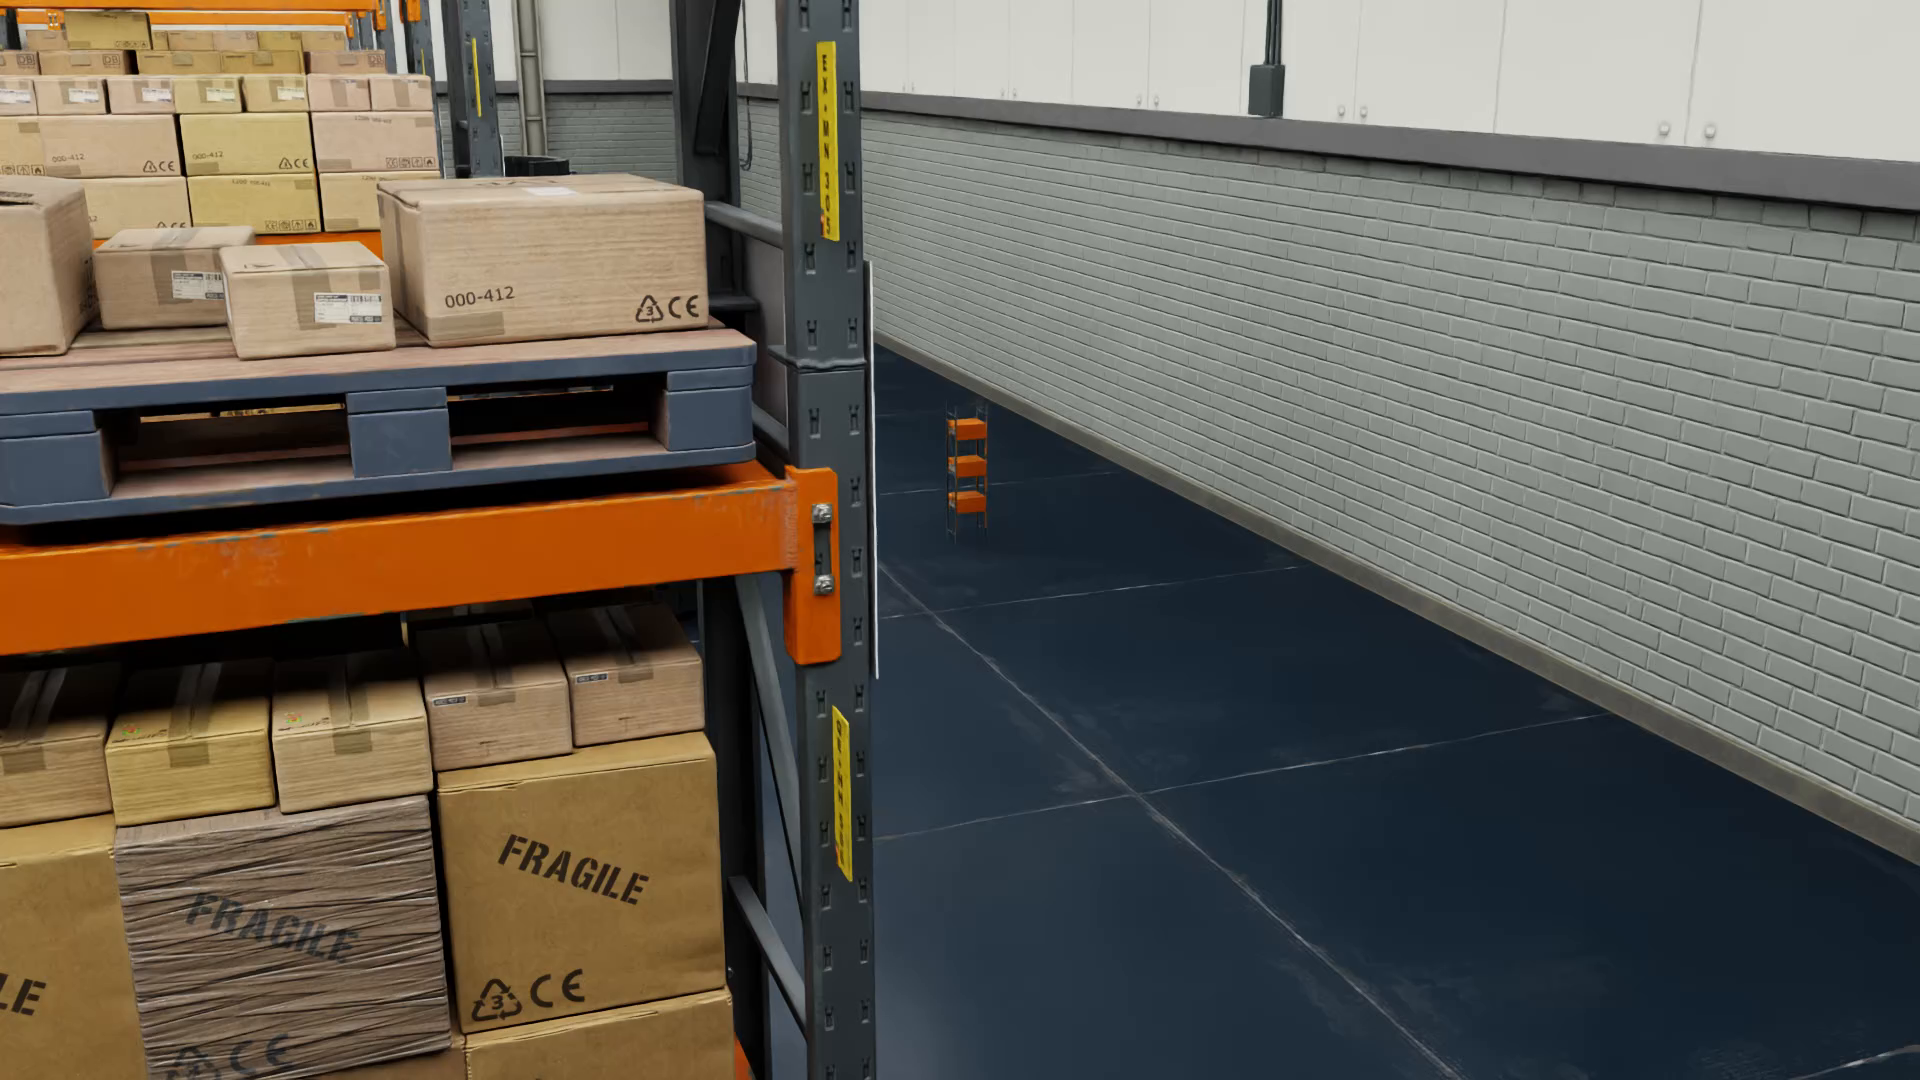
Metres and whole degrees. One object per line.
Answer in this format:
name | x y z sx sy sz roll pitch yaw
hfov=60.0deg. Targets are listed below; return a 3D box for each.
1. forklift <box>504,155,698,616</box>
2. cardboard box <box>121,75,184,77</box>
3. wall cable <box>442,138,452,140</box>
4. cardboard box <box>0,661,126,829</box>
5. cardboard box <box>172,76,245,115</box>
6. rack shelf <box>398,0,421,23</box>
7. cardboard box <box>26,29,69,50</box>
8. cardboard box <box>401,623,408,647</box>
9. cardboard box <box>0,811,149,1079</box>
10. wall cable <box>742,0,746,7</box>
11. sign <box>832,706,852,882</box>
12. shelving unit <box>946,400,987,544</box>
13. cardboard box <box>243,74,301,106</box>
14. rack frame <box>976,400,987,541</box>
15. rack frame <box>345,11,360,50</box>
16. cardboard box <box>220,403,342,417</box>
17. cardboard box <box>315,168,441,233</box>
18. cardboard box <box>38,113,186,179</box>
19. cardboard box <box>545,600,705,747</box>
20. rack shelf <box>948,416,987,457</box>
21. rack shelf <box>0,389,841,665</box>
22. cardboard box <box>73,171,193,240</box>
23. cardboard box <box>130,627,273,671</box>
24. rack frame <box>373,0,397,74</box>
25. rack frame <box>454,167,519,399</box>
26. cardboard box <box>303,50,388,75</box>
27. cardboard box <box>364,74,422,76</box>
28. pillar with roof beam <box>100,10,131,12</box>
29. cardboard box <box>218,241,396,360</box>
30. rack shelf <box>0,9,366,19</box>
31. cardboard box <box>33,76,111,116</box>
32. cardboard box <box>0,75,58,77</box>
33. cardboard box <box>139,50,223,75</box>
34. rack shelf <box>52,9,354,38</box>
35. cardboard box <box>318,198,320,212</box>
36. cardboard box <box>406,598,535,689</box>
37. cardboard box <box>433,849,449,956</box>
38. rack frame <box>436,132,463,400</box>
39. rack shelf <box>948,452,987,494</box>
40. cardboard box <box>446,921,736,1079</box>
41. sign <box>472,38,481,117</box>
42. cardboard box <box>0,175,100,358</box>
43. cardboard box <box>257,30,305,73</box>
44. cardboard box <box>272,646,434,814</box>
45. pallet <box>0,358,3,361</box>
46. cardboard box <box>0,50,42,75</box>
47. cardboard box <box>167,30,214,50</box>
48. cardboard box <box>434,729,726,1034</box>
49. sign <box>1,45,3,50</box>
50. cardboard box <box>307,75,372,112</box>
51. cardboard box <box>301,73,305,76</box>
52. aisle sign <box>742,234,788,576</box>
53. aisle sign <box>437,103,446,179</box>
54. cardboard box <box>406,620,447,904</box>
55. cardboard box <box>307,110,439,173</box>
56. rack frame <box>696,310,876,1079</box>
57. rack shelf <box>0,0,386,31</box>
forklift | -2.962 -0.815 10.171 3.031 2.935 1.130 -11 20 -34
cardboard box | -3.609 -2.004 7.446 0.250 0.149 0.380 -6 17 -18
wall cable | -8.412 -6.376 27.183 1.851 1.984 0.084 -6 17 -20
cardboard box | -1.628 0.359 2.948 0.250 0.149 0.380 -6 18 -21
cardboard box | -3.189 -1.893 7.067 0.250 0.149 0.380 -6 17 -19
rack shelf | -5.819 -3.740 11.351 4.000 0.370 1.077 -6 17 -20
cardboard box | -10.788 -5.830 19.852 0.500 0.500 0.700 -6 17 -20
cardboard box | -2.882 0.559 8.629 0.250 0.149 0.380 -7 18 -23
cardboard box | -1.711 0.700 2.939 0.500 0.500 0.500 -6 17 -20
wall cable | -2.892 -9.086 24.117 0.112 2.526 3.097 -6 17 -20
sign | -0.225 0.482 3.158 0.005 0.325 0.100 -6 17 -20
shelving unit | 0.050 -0.509 12.469 0.252 1.050 0.215 -6 17 -20
cardboard box | -3.179 -2.082 7.712 0.250 0.149 0.380 -6 17 -20
rack frame | 0.164 -0.521 12.511 0.008 1.050 0.200 -6 17 -20
rack frame | -9.269 -8.389 25.193 0.127 3.000 1.000 -6 17 -20
cardboard box | -3.083 -0.793 7.495 0.500 0.500 0.500 -7 18 -22
cardboard box | -2.601 -1.537 7.451 0.500 0.250 0.500 -7 18 -21
cardboard box | -3.567 -1.676 7.038 0.500 0.250 0.500 -6 17 -19
cardboard box | -0.669 0.257 3.297 0.250 0.149 0.380 -6 17 -19
rack shelf | 0.050 -0.771 12.392 0.240 0.259 0.215 -6 17 -20
rack shelf | -2.273 0.114 2.838 4.000 0.370 1.077 -6 17 -20
cardboard box | -3.543 -1.437 7.111 0.500 0.250 0.500 -5 17 -18
cardboard box | -1.579 0.203 3.479 0.250 0.149 0.380 -7 18 -22
rack frame | -5.724 -5.782 16.317 0.127 3.000 1.000 -6 17 -20
rack frame | -2.271 -0.285 8.246 0.127 3.000 1.000 -6 17 -20
cardboard box | -4.418 -3.271 11.988 0.500 0.500 0.700 -7 18 -23
cardboard box | -2.655 -2.111 7.811 0.250 0.149 0.380 -6 18 -21
pillar with roof beam | -11.120 -7.151 20.978 0.400 9.000 9.100 -6 17 -20
cardboard box | -1.157 -0.429 2.935 0.250 0.149 0.380 -8 18 -24
rack shelf | -9.361 -6.537 20.172 4.000 0.370 1.077 -6 17 -20
cardboard box | -3.684 -1.852 6.929 0.250 0.149 0.380 -6 17 -19
cardboard box | -4.116 -1.962 7.304 0.250 0.149 0.380 -6 17 -18
cardboard box | -5.452 -3.181 11.682 0.500 0.500 0.700 -7 18 -24
rack shelf | -11.137 -7.650 24.664 4.000 0.370 1.077 -6 17 -20
cardboard box | -8.297 -4.085 21.009 0.500 0.500 0.500 -6 17 -20
cardboard box | -1.056 0.176 3.572 0.250 0.149 0.380 -6 17 -19
cardboard box | -0.957 0.932 3.924 0.500 0.500 0.500 -6 18 -21
rack frame | -3.952 -1.601 12.725 0.127 3.000 1.000 -6 17 -20
rack shelf | 0.050 -0.499 12.472 0.240 0.259 0.215 -6 17 -20
cardboard box | -0.761 1.077 3.429 0.500 0.500 0.500 -6 17 -20
sign | -2.091 -2.001 7.195 0.005 0.325 0.100 -6 17 -20
cardboard box | -1.821 -0.501 2.893 0.500 0.311 0.500 -6 17 -19
cardboard box | -8.464 -6.090 20.737 0.500 0.500 0.700 -6 17 -20
cardboard box | -1.109 0.337 3.024 0.250 0.149 0.380 -6 18 -21
pallet | -2.236 -0.188 2.749 1.213 0.211 1.003 -6 17 -20
cardboard box | -6.474 -3.082 11.345 0.500 0.500 0.700 -5 17 -17
cardboard box | -9.393 -5.986 20.382 0.500 0.500 0.700 -6 17 -20
cardboard box | -0.771 0.590 3.312 0.500 0.500 0.500 -6 17 -18
sign | -11.026 -5.535 19.181 0.005 0.325 0.100 -6 17 -20
cardboard box | -2.734 -1.968 7.325 0.250 0.149 0.380 -6 17 -19
cardboard box | -8.348 -5.645 20.553 0.500 0.250 0.500 -6 17 -20
aisle sign | -0.442 -0.324 3.764 0.004 0.787 0.394 -6 17 -20
aisle sign | -3.777 -2.776 12.114 0.004 0.787 0.394 -6 17 -20
cardboard box | -0.956 0.453 3.781 0.500 0.500 0.500 -7 18 -21
cardboard box | -2.610 -1.779 7.388 0.500 0.250 0.500 -7 18 -22
rack frame | -0.406 1.007 3.846 0.127 3.000 1.000 -6 17 -20
rack shelf | -7.592 -5.043 15.788 4.000 0.370 1.077 -6 17 -20
